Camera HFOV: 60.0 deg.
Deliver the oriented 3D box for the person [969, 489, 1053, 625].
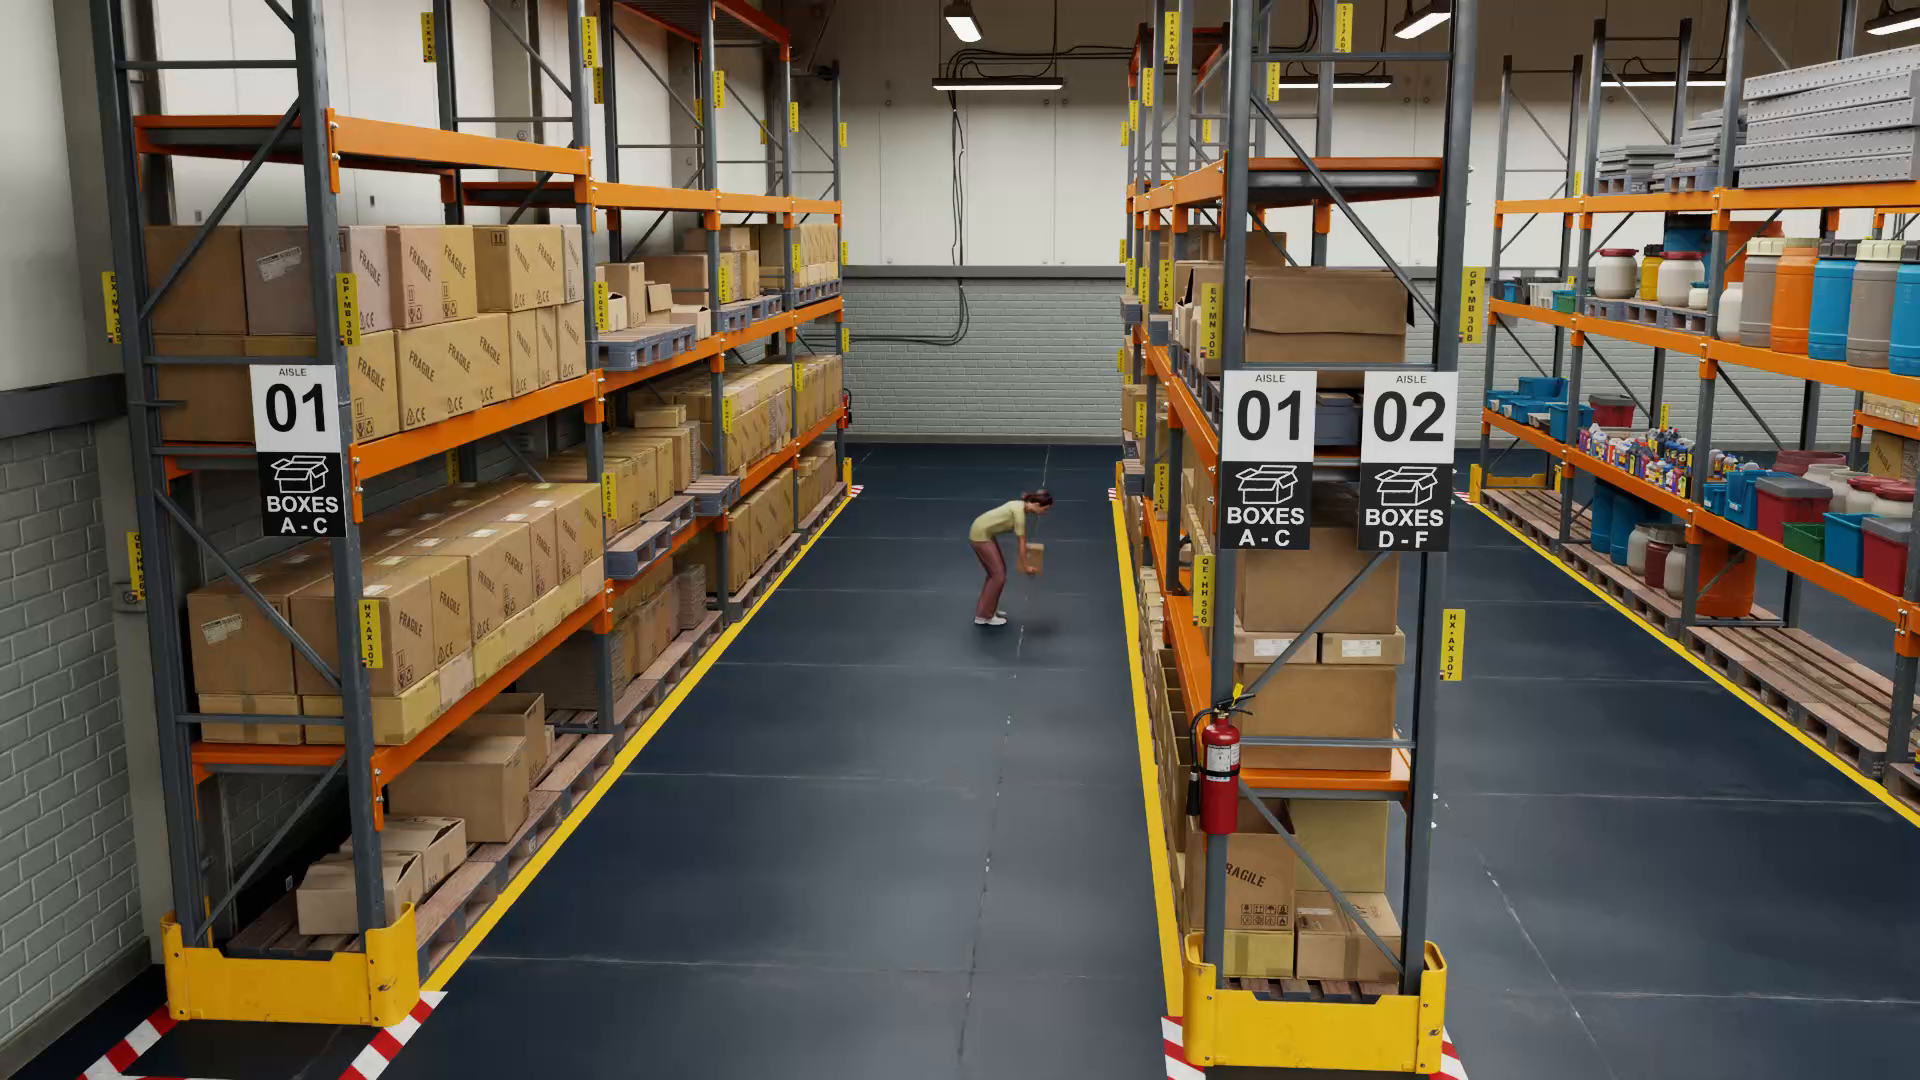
[{"bbox_3d":[0.490,0.156,16.107,0.806,1.307,0.425,0,11,2],"label":"person"}]
